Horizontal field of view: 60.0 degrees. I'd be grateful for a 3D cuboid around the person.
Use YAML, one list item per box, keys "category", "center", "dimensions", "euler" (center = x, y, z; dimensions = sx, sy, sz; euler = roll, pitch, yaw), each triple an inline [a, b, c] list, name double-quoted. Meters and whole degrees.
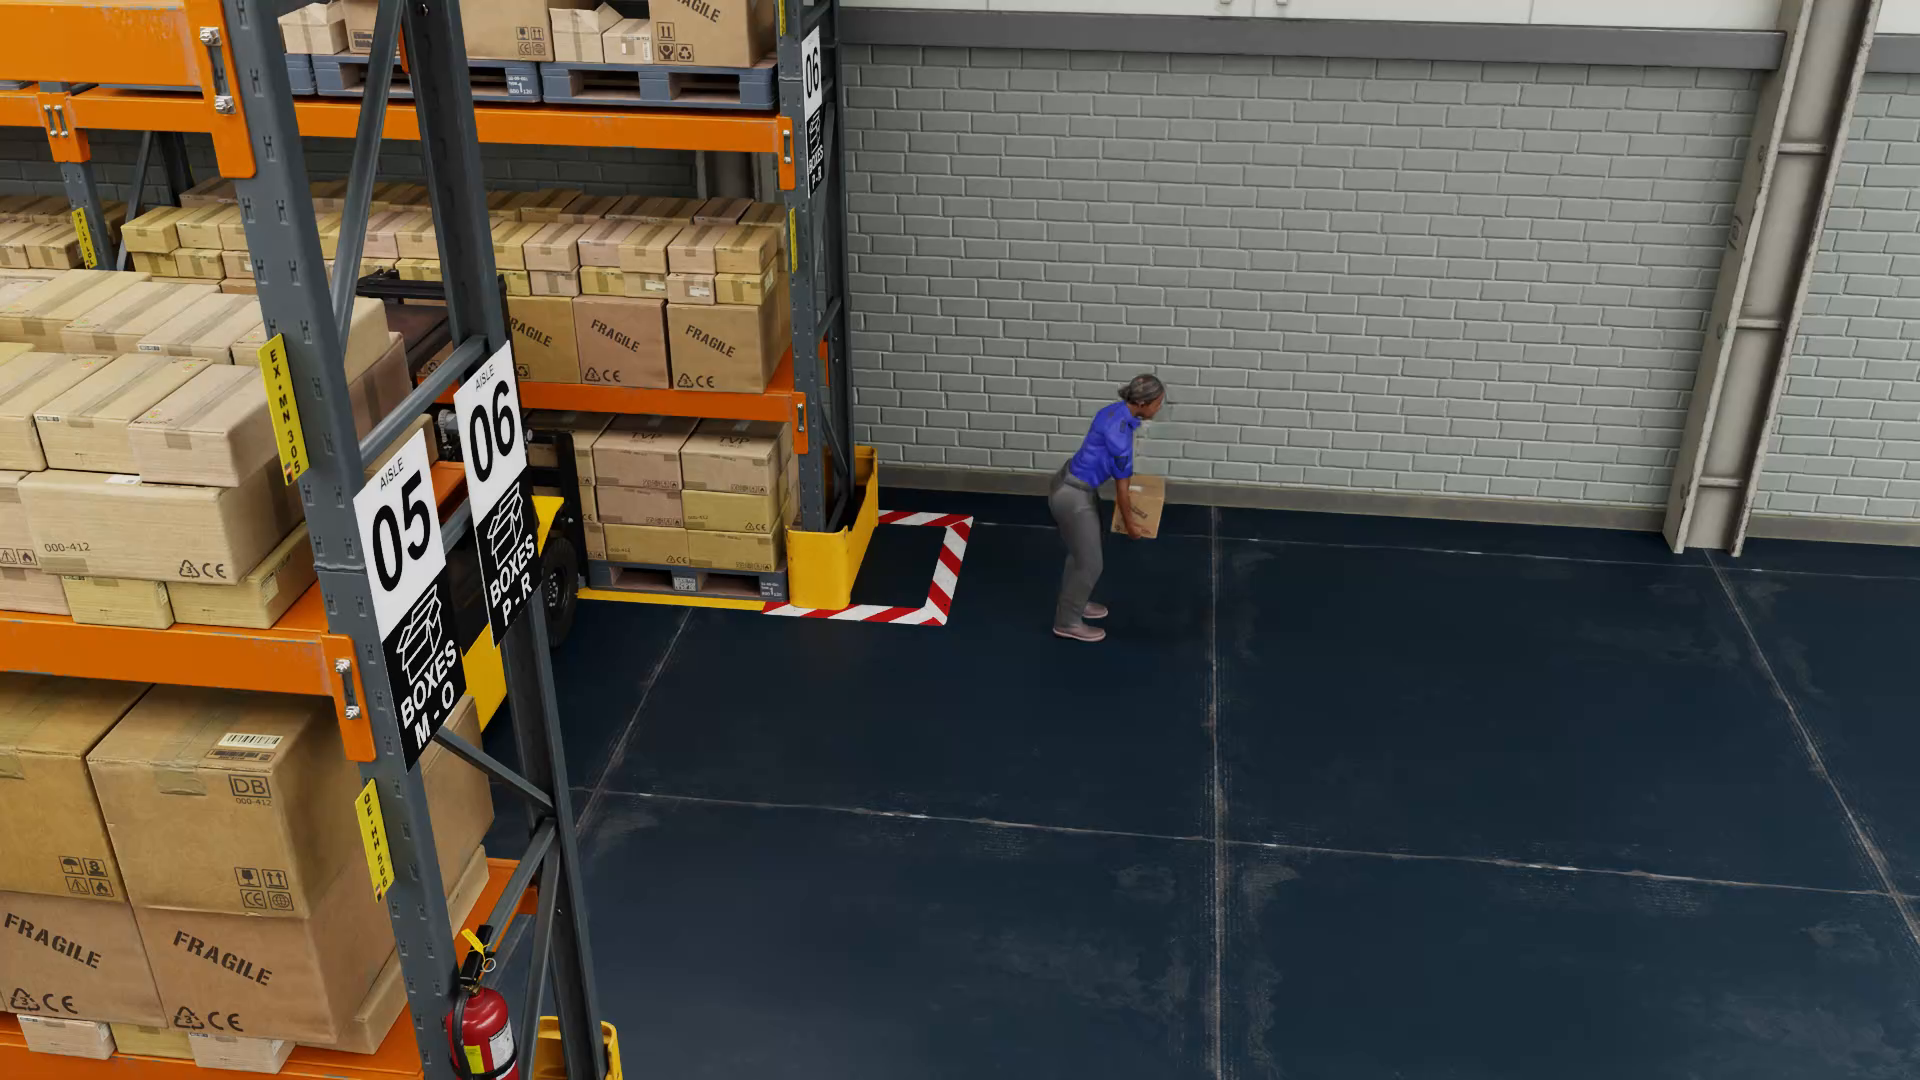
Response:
- category: "person"
  center: [0.783, -0.191, 9.101]
  dimensions: [0.595, 1.551, 0.409]
  euler: [3, 29, 5]
